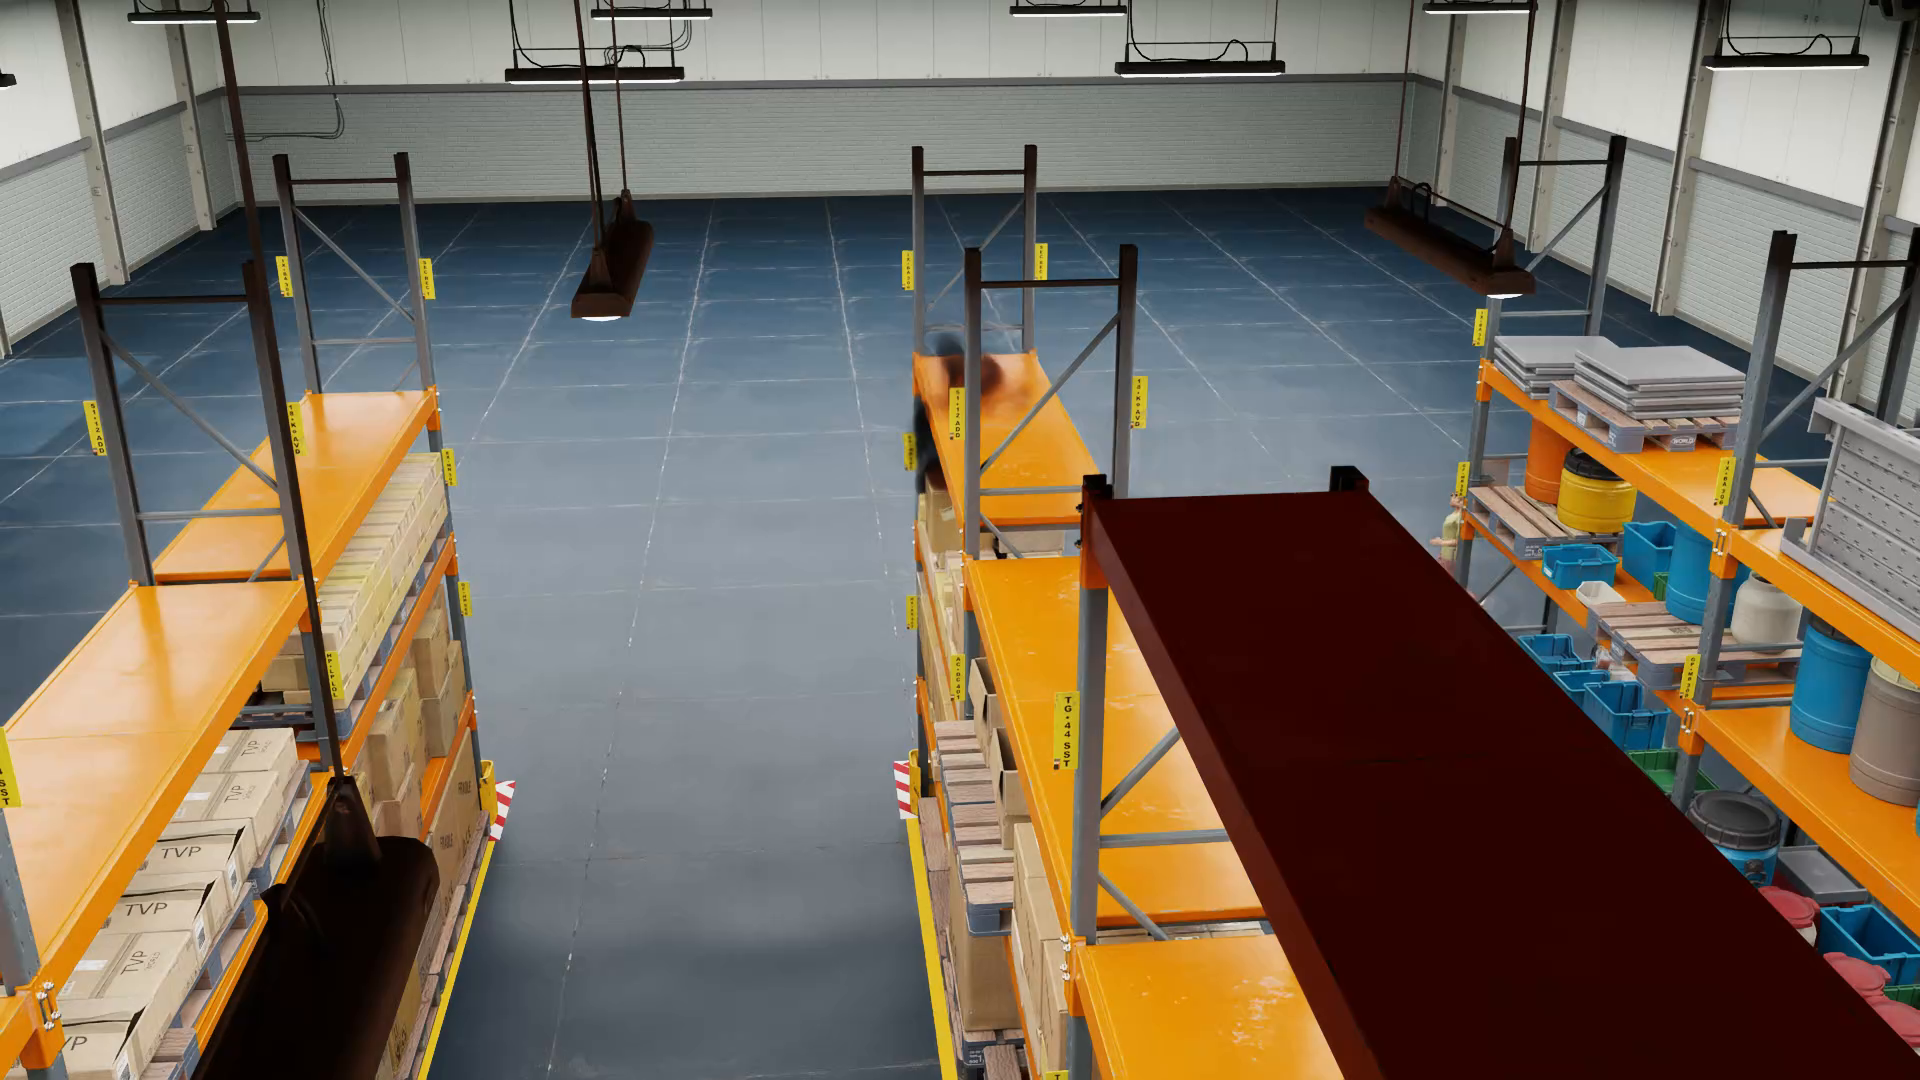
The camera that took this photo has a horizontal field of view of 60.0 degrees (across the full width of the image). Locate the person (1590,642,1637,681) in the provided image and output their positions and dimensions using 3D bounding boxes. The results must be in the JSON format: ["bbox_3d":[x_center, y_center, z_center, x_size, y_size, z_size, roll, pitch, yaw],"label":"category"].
[{"bbox_3d":[6.280,1.355,15.908,0.679,1.780,0.634,-10,24,-24],"label":"person"}]

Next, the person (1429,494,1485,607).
[{"bbox_3d":[5.658,0.175,18.984,0.753,1.628,0.586,7,23,17],"label":"person"}]
